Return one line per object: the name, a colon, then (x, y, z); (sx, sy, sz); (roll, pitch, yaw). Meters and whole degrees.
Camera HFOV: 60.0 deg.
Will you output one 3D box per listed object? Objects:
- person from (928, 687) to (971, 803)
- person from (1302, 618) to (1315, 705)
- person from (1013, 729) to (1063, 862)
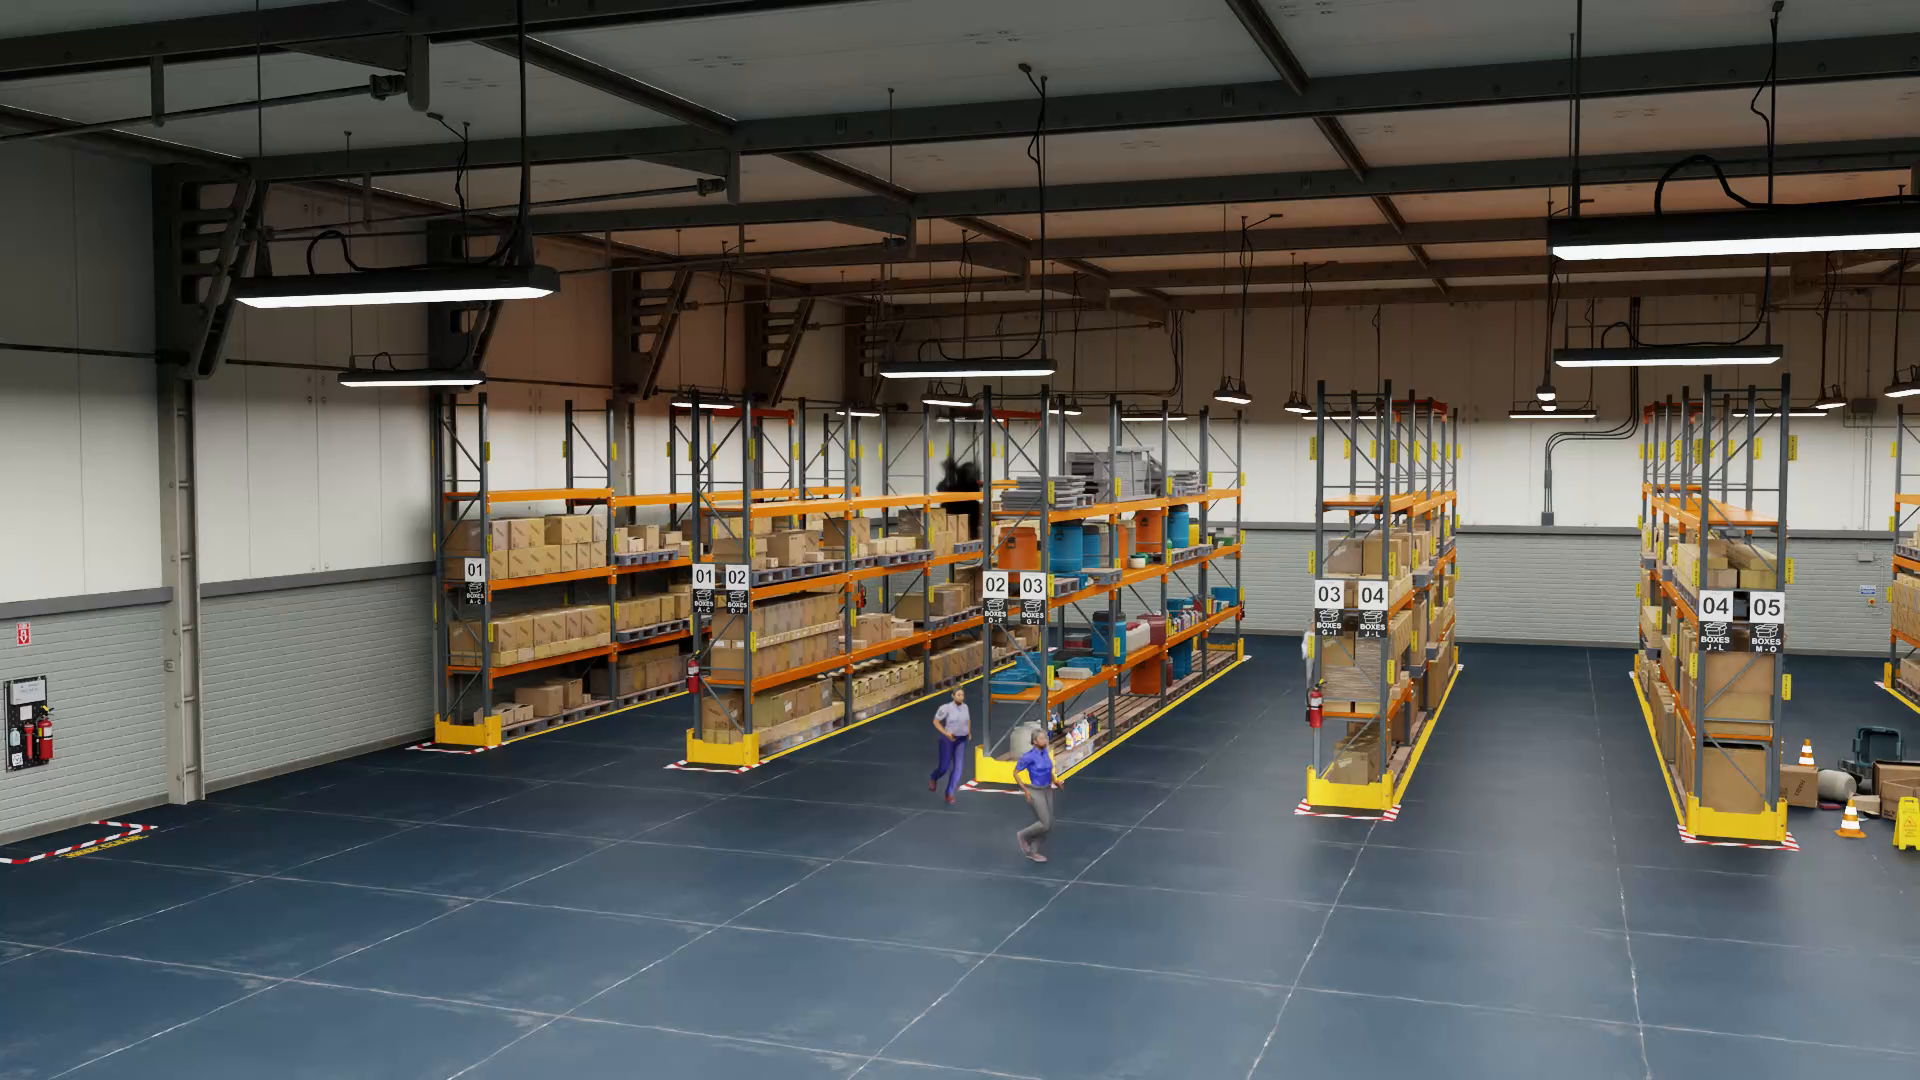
person: (-0.108, 2.931, 24.053); (0.648, 1.625, 0.733); (-2, 3, -27)
person: (7.058, 2.385, 33.014); (0.608, 1.705, 0.833); (2, 3, 28)
person: (0.990, 3.119, 20.253); (0.552, 1.614, 0.571); (2, 4, 39)
